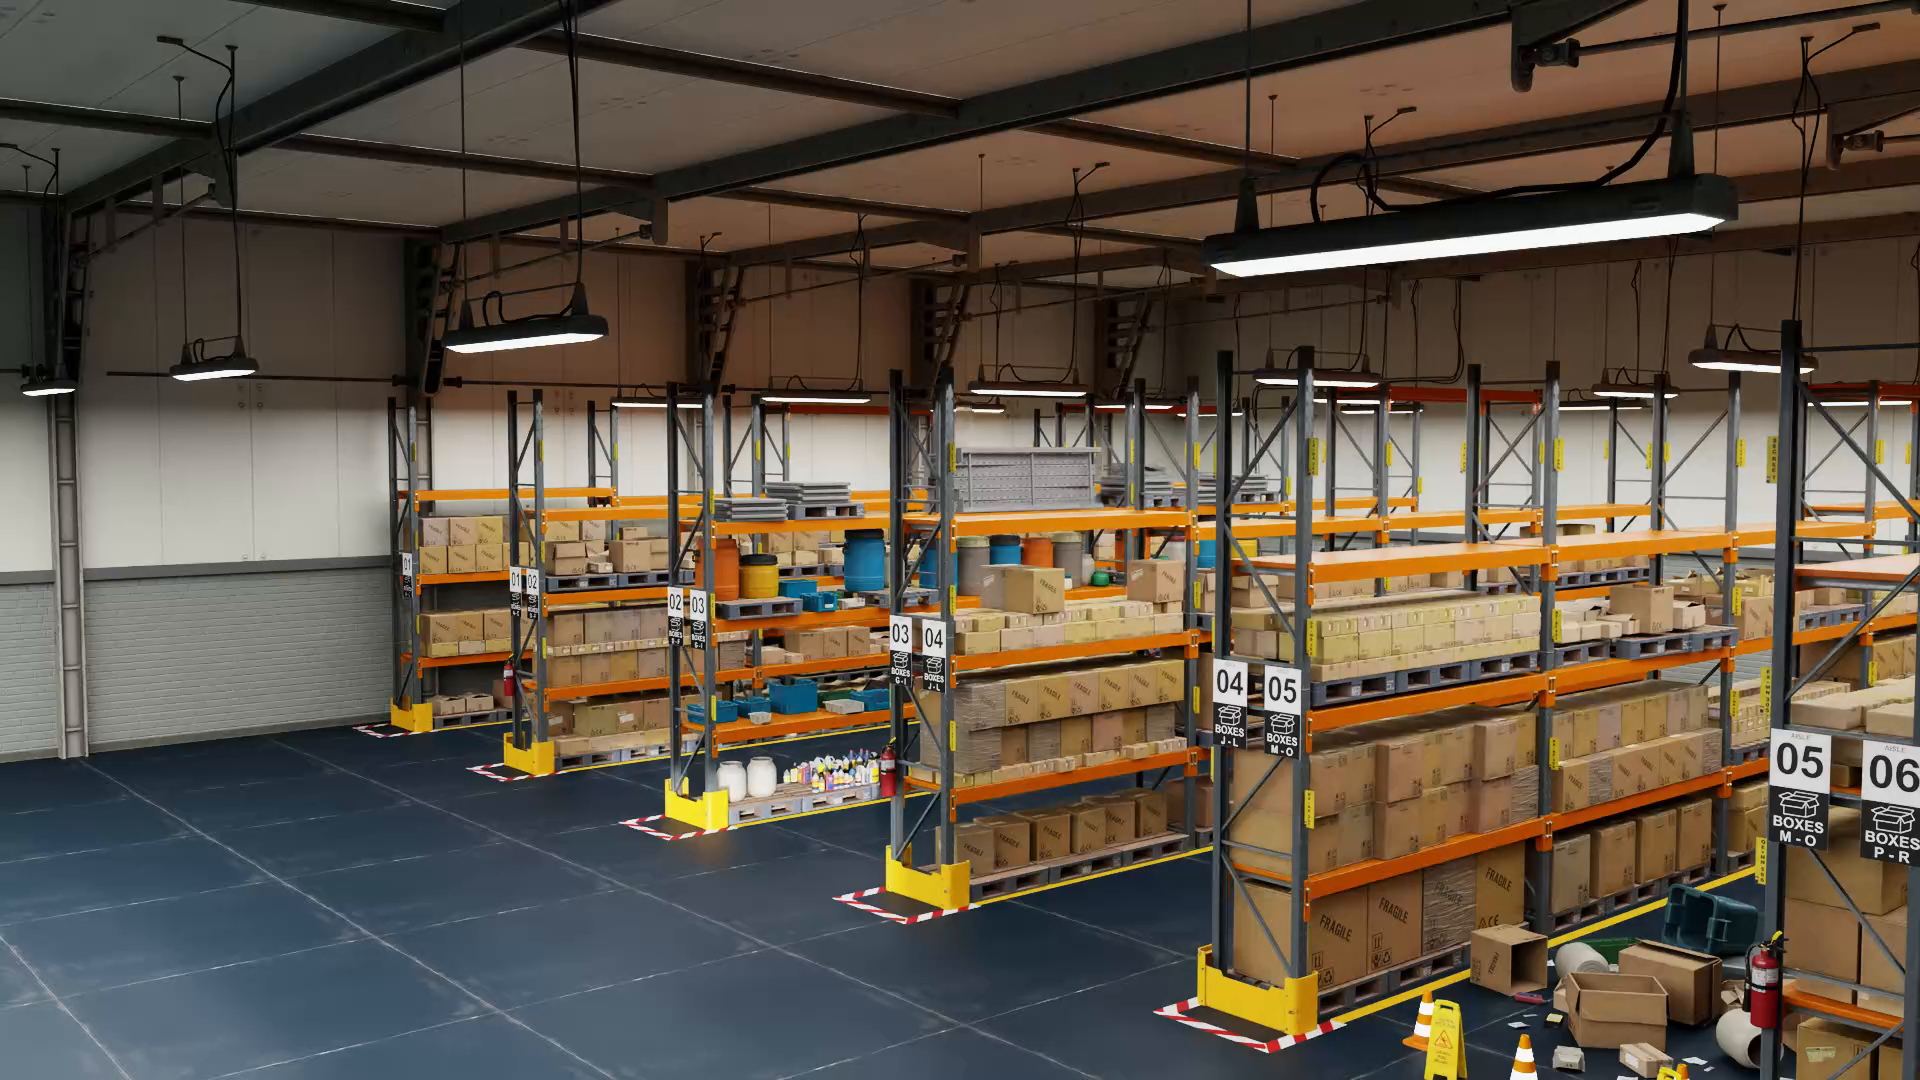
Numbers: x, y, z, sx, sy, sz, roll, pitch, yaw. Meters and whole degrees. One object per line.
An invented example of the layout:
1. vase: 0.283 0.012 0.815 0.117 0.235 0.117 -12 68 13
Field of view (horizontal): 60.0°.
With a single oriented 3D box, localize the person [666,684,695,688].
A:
1. person: -4.954 2.547 29.779 0.670 1.827 0.804 3 4 40
